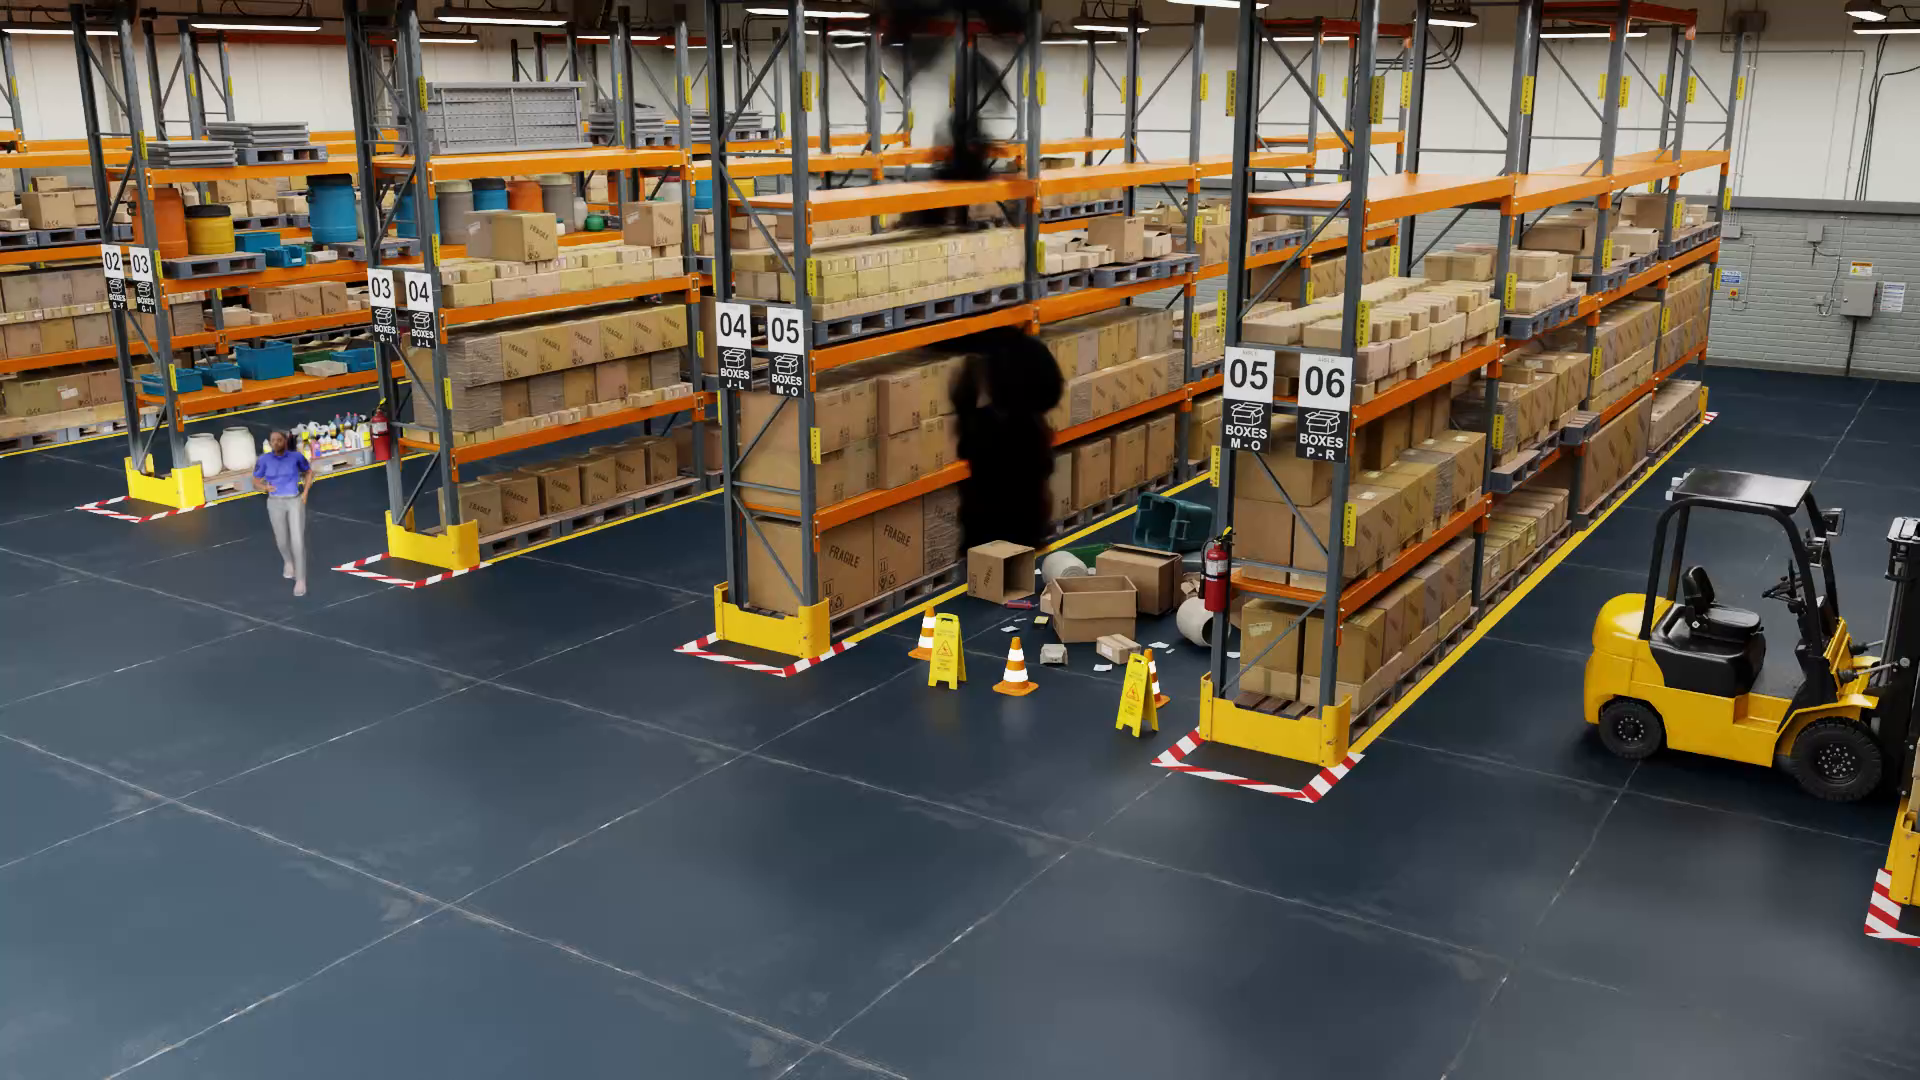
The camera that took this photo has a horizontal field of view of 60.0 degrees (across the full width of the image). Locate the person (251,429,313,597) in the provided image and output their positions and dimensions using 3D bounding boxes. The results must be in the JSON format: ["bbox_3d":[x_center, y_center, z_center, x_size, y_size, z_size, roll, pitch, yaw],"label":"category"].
[{"bbox_3d":[-7.018,-0.325,17.278,0.582,1.688,0.820,-3,16,-12],"label":"person"}]
